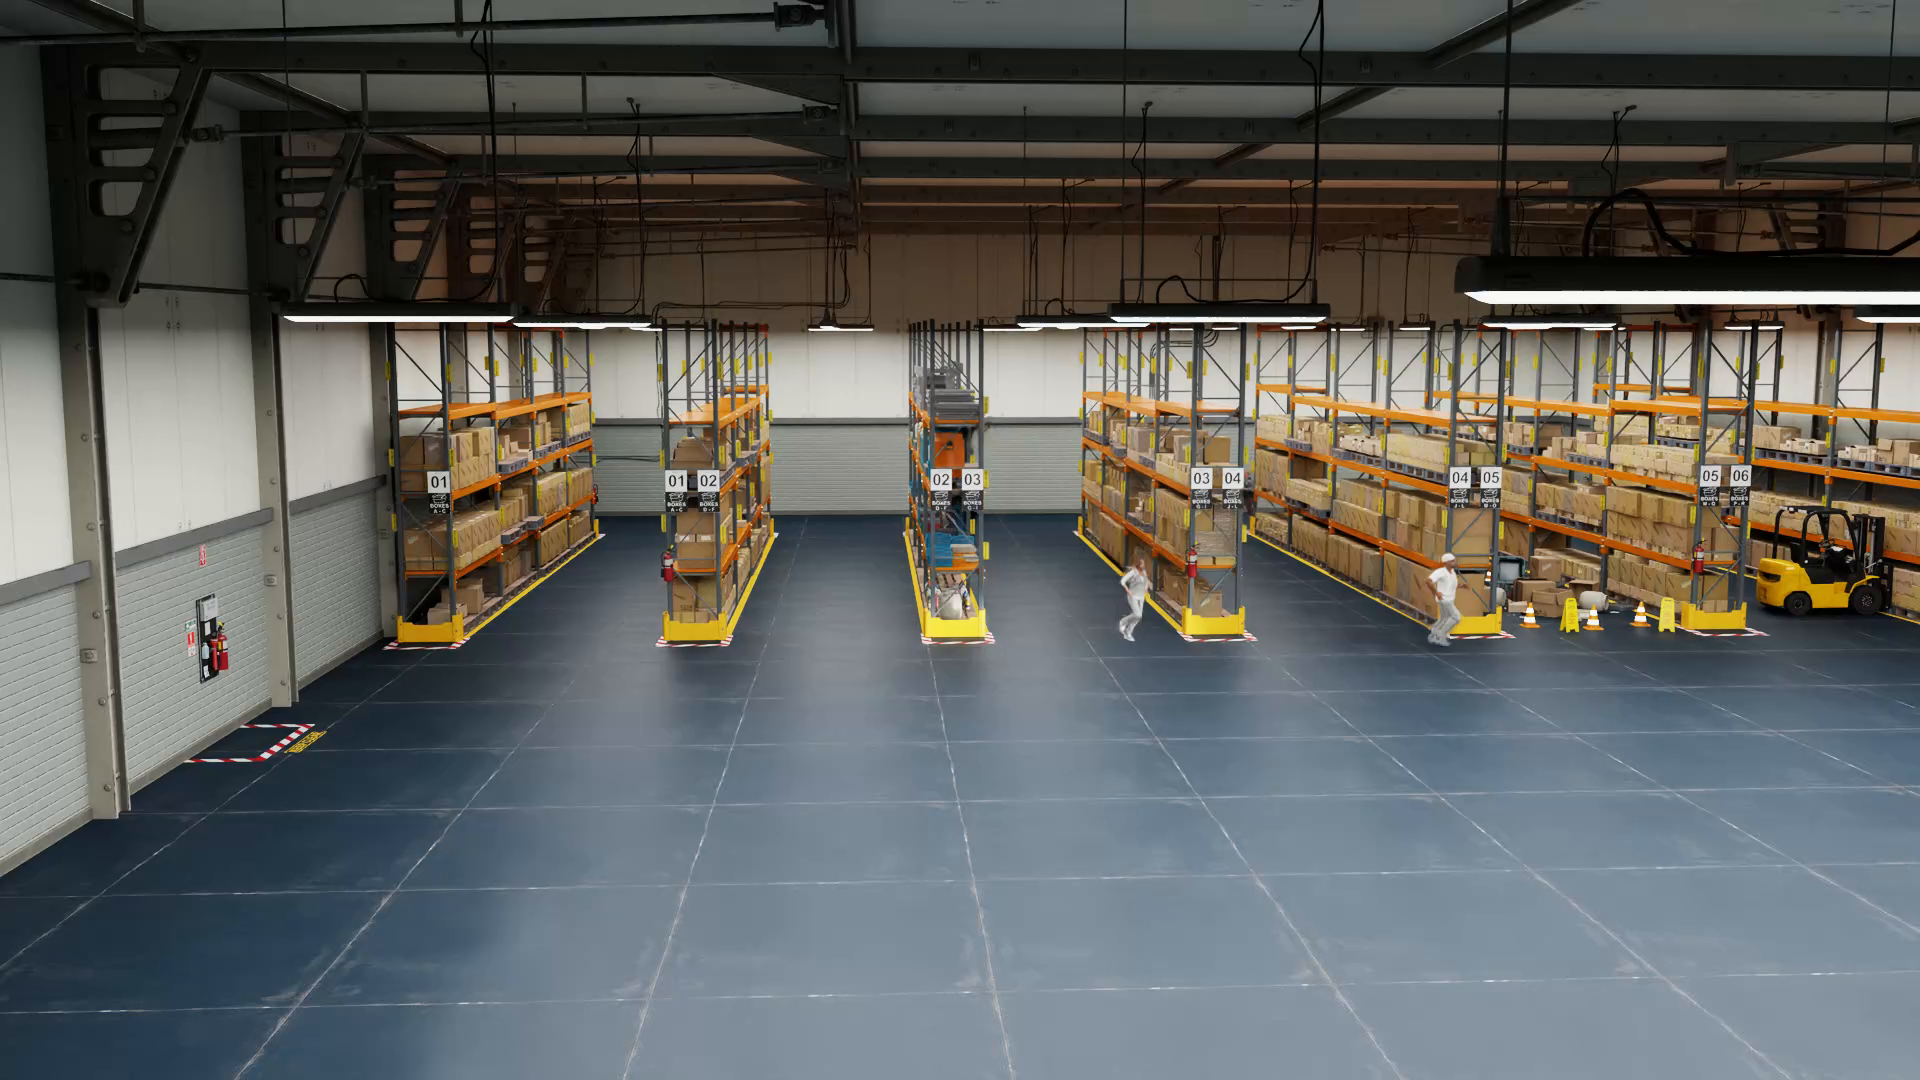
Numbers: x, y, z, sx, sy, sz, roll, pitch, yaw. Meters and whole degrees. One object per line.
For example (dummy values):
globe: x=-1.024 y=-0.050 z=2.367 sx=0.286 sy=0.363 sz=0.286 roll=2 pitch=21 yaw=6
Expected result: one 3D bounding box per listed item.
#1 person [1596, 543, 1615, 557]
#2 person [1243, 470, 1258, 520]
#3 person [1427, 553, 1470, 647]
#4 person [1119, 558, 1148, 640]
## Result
person: x=15.906 y=-0.176 z=40.761 sx=0.668 sy=1.855 sz=0.862 roll=-1 pitch=7 yaw=-8
person: x=8.493 y=-1.199 z=49.151 sx=0.865 sy=1.764 sz=0.638 roll=-5 pitch=9 yaw=-34
person: x=8.914 y=1.110 z=30.438 sx=0.742 sy=1.733 sz=0.755 roll=5 pitch=8 yaw=33
person: x=3.315 y=1.108 z=31.291 sx=0.527 sy=1.554 sz=0.537 roll=-5 pitch=9 yaw=-37
